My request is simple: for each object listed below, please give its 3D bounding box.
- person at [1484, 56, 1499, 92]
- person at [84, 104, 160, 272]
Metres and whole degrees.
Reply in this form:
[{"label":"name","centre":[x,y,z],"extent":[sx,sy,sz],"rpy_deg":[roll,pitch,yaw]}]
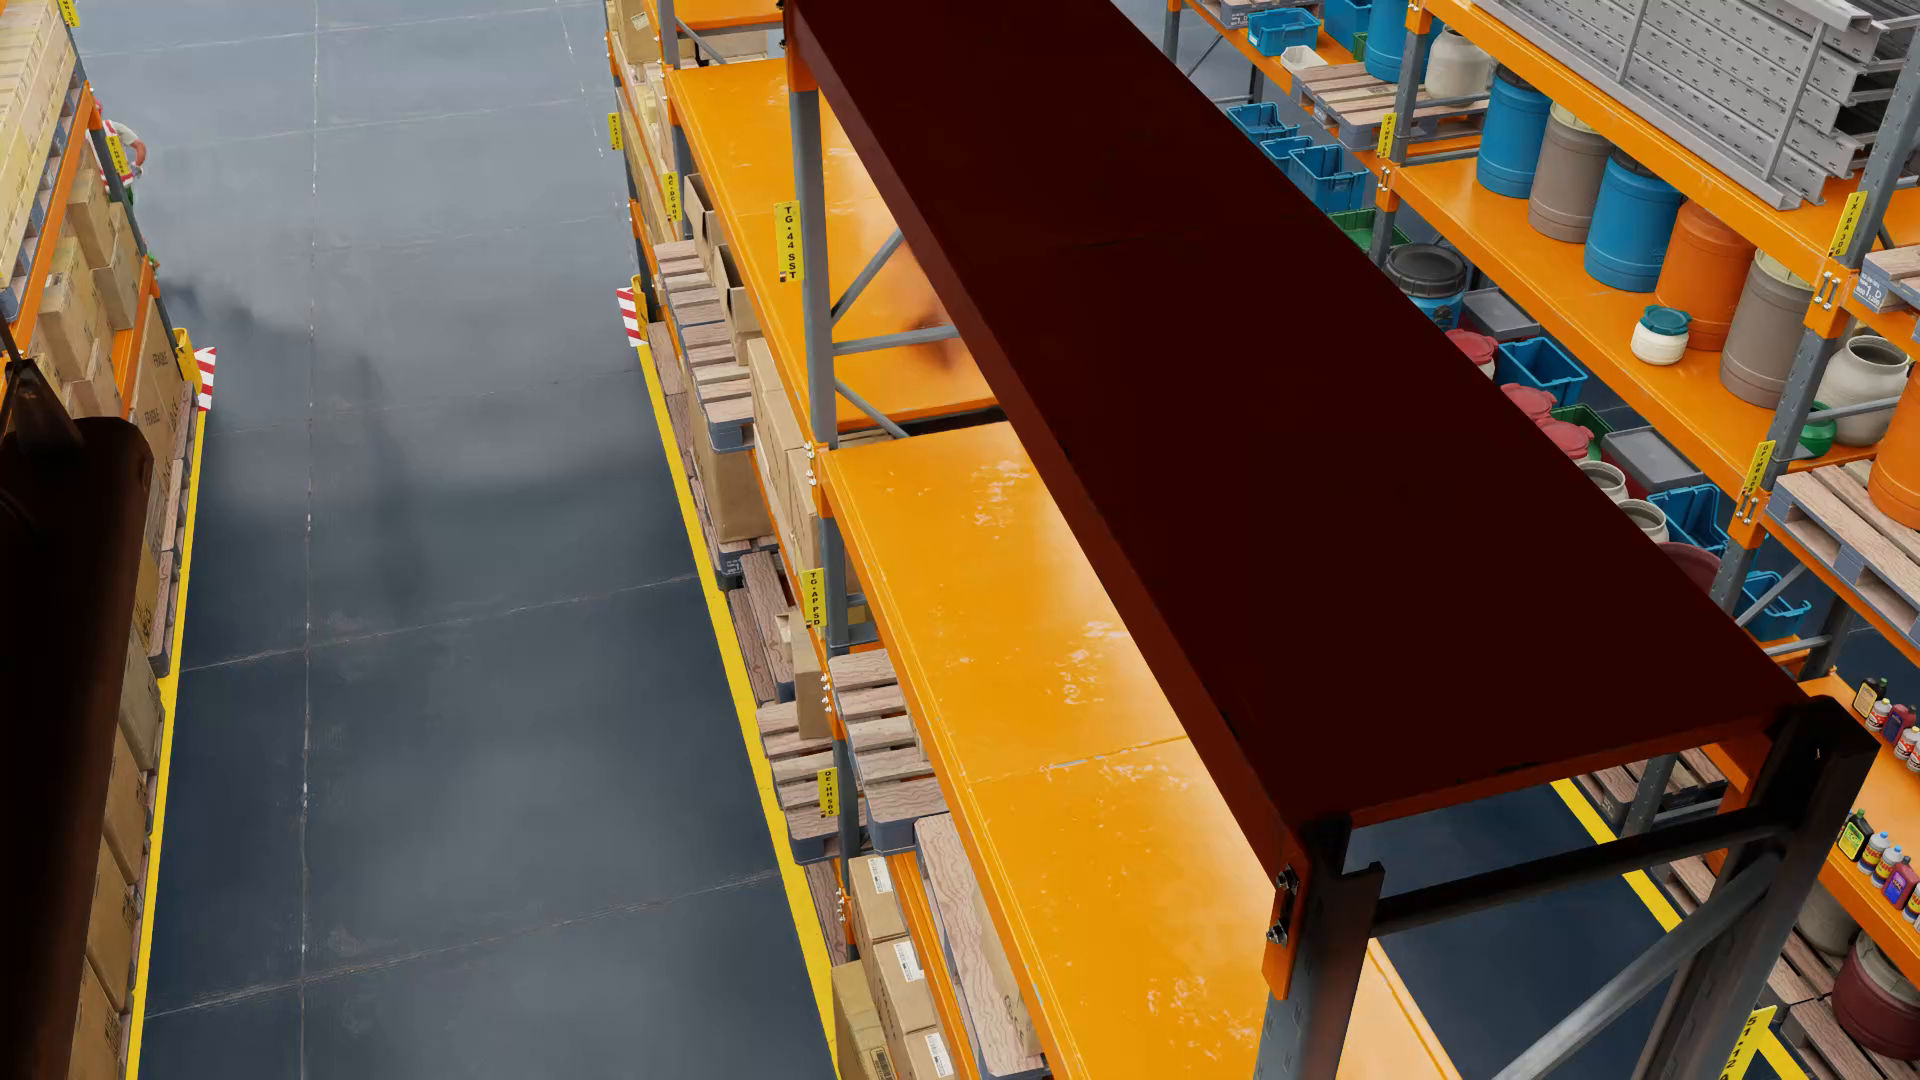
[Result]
[{"label":"person","centre":[5.972,-5.431,18.276],"extent":[0.684,1.750,0.690],"rpy_deg":[11,40,13]},{"label":"person","centre":[-7.907,-3.286,15.552],"extent":[0.888,1.800,0.661],"rpy_deg":[27,46,30]}]
